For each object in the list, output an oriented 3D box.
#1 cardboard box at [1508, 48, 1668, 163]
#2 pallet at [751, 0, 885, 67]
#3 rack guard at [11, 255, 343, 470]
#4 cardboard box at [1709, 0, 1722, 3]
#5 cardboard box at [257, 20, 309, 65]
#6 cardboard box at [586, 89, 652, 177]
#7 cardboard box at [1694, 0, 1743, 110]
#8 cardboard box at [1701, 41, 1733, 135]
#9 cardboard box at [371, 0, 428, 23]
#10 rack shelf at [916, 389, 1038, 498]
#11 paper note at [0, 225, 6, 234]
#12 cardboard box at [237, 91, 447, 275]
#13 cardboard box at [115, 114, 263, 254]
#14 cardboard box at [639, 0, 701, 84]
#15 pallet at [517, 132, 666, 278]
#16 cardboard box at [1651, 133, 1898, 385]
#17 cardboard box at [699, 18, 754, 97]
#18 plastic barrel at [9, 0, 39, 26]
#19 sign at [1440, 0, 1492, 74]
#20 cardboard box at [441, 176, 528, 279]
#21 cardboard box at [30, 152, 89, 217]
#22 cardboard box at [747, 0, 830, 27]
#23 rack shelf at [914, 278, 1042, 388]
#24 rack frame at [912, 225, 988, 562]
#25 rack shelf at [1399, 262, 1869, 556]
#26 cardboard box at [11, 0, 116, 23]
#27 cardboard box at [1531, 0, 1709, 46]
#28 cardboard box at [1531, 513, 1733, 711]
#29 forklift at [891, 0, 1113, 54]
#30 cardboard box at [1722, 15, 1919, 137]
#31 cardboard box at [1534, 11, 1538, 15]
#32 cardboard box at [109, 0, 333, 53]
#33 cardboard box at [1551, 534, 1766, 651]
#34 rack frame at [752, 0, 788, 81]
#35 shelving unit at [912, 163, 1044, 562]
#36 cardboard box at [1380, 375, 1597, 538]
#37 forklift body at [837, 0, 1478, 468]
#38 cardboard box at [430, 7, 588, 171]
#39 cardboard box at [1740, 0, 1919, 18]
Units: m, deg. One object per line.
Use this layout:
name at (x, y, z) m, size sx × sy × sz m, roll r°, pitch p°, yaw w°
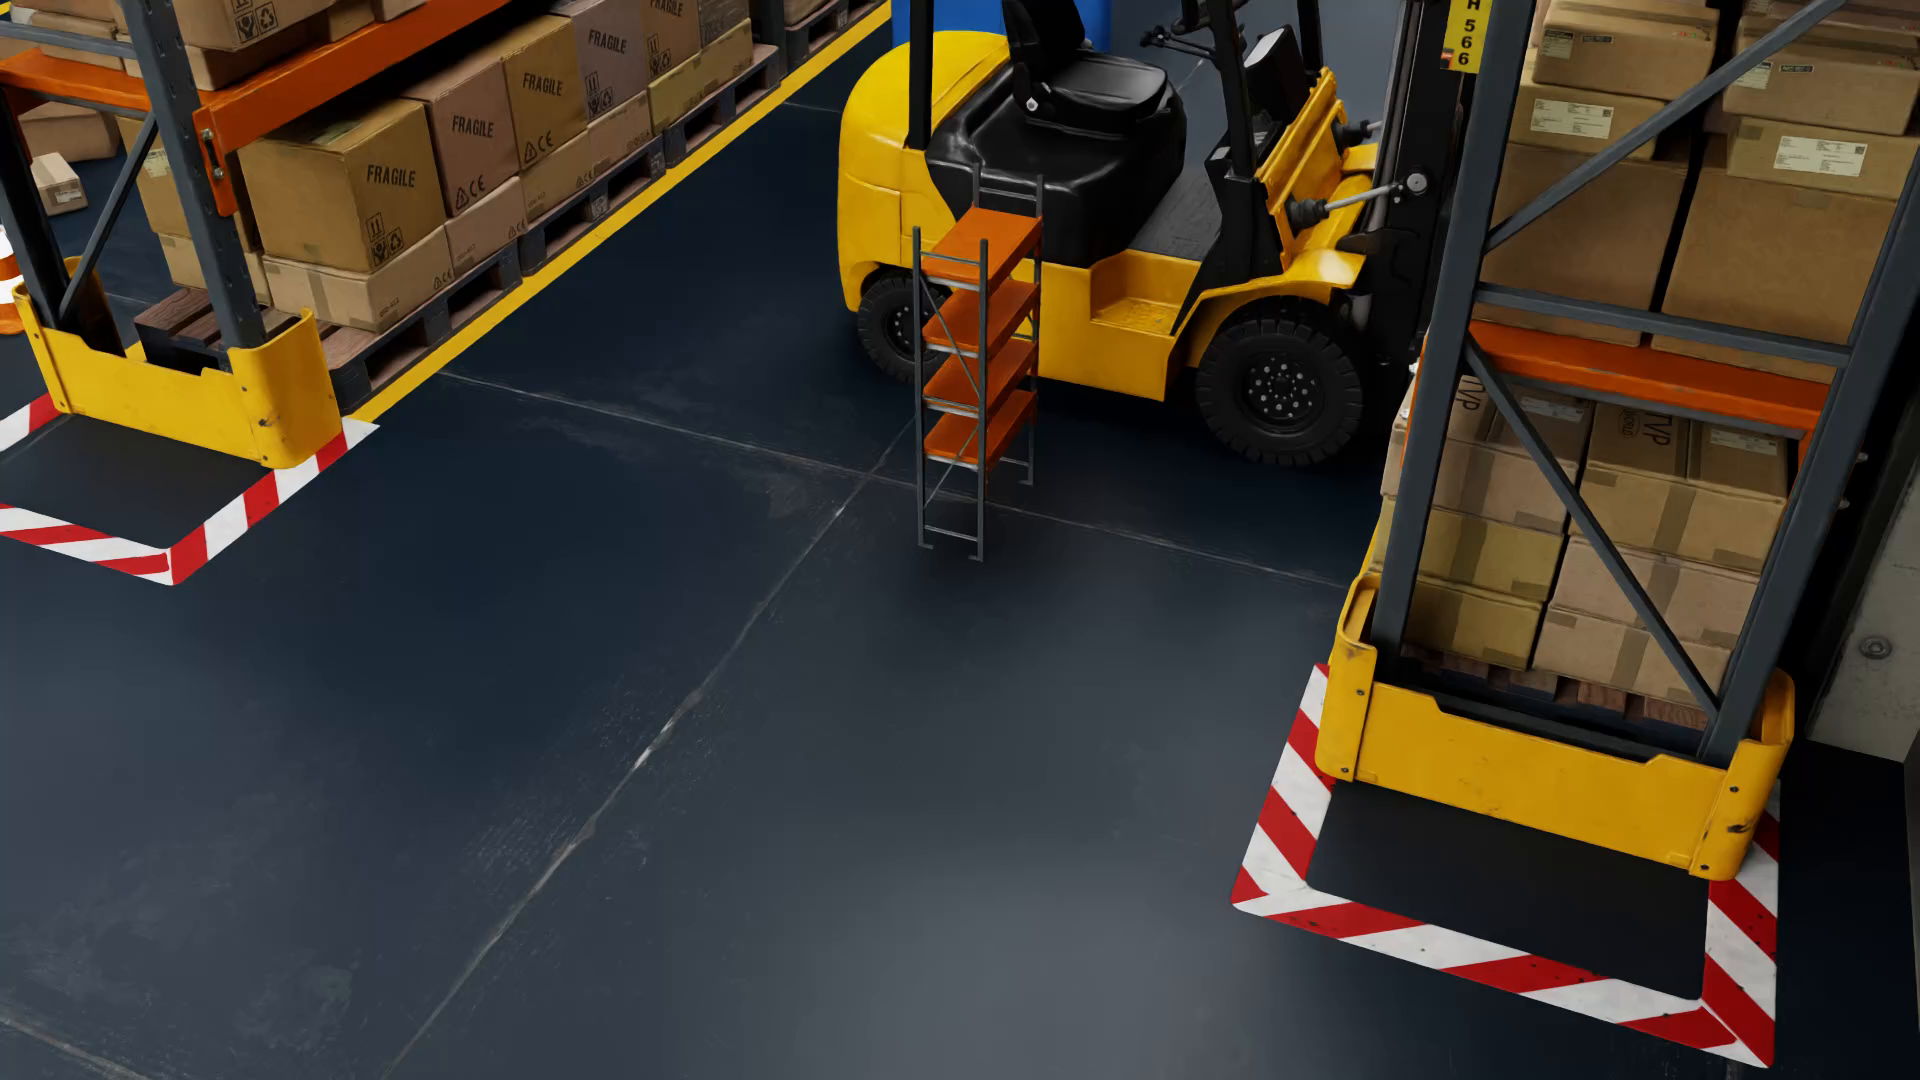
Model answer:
cardboard box at (1.509, -1.061, 4.038) m, size 0.380 × 0.149 × 0.250 m, roll 14°, pitch 39°, yaw 18°
pallet at (-1.139, -3.163, 9.805) m, size 1.003 × 0.211 × 1.213 m, roll 14°, pitch 39°, yaw 18°
rack guard at (-2.927, -0.674, 6.235) m, size 1.175 × 0.500 × 0.348 m, roll 14°, pitch 39°, yaw 18°
cardboard box at (1.880, -1.586, 4.493) m, size 0.380 × 0.149 × 0.250 m, roll 14°, pitch 39°, yaw 18°
cardboard box at (-2.553, -1.817, 5.885) m, size 0.380 × 0.149 × 0.250 m, roll 14°, pitch 39°, yaw 18°
cardboard box at (-1.802, -1.949, 7.798) m, size 0.500 × 0.250 × 0.500 m, roll 14°, pitch 39°, yaw 18°
cardboard box at (2.446, -1.329, 4.939) m, size 0.500 × 0.500 × 0.500 m, roll 13°, pitch 39°, yaw 17°
cardboard box at (2.040, -1.085, 4.070) m, size 0.380 × 0.149 × 0.250 m, roll 14°, pitch 39°, yaw 18°
cardboard box at (-2.237, -2.075, 6.231) m, size 0.380 × 0.149 × 0.250 m, roll 14°, pitch 39°, yaw 18°
rack shelf at (0.063, -0.359, 5.673) m, size 0.258 × 0.148 × 0.480 m, roll 14°, pitch 39°, yaw 18°
paper note at (-4.437, -1.421, 7.626) m, size 0.148 × 0.019 × 0.142 m, roll 1°, pitch 37°, yaw 2°
cardboard box at (-2.385, -1.398, 6.434) m, size 0.500 × 0.500 × 0.500 m, roll 13°, pitch 39°, yaw 16°
cardboard box at (-2.892, -1.504, 6.576) m, size 0.500 × 0.500 × 0.500 m, roll 14°, pitch 39°, yaw 18°
cardboard box at (-1.603, -2.545, 7.969) m, size 0.500 × 0.500 × 0.500 m, roll 15°, pitch 39°, yaw 19°
pallet at (-2.120, -1.674, 7.813) m, size 1.003 × 0.211 × 1.213 m, roll 14°, pitch 39°, yaw 18°
cardboard box at (2.081, -0.756, 4.173) m, size 0.500 × 0.500 × 0.500 m, roll 15°, pitch 39°, yaw 19°
cardboard box at (-1.410, -2.527, 8.571) m, size 0.500 × 0.250 × 0.500 m, roll 16°, pitch 40°, yaw 20°
plastic barrel at (-5.063, -2.910, 9.290) m, size 0.421 × 0.421 × 0.512 m, roll -17°, pitch 40°, yaw -22°
sign at (1.139, -1.195, 3.678) m, size 0.100 × 0.325 × 0.005 m, roll 14°, pitch 39°, yaw 18°
cardboard box at (-2.192, -1.365, 7.017) m, size 0.500 × 0.250 × 0.500 m, roll 15°, pitch 39°, yaw 19°
cardboard box at (-4.326, -1.677, 7.870) m, size 0.250 × 0.149 × 0.380 m, roll -25°, pitch 43°, yaw -29°
cardboard box at (-1.237, -3.255, 9.443) m, size 0.950 × 0.372 × 0.625 m, roll 14°, pitch 39°, yaw 18°
rack shelf at (0.063, -0.698, 5.420) m, size 0.258 × 0.148 × 0.480 m, roll 14°, pitch 39°, yaw 18°
rack frame at (-0.030, -0.437, 5.333) m, size 0.240 × 1.200 × 0.015 m, roll 14°, pitch 39°, yaw 18°
rack shelf at (2.397, -1.324, 5.617) m, size 1.077 × 0.370 × 4.000 m, roll 14°, pitch 39°, yaw 18°
cardboard box at (-3.004, -2.156, 5.797) m, size 0.500 × 0.500 × 0.500 m, roll 13°, pitch 39°, yaw 17°
cardboard box at (1.642, -1.314, 4.129) m, size 0.380 × 0.149 × 0.250 m, roll 14°, pitch 39°, yaw 18°
cardboard box at (2.003, 0.201, 4.922) m, size 0.500 × 0.250 × 0.500 m, roll 14°, pitch 39°, yaw 18°
forklift at (0.282, -3.812, 8.402) m, size 1.130 × 2.935 × 3.031 m, roll 2°, pitch 37°, yaw 3°
cardboard box at (1.961, -1.061, 3.791) m, size 0.380 × 0.149 × 0.250 m, roll 13°, pitch 39°, yaw 17°
cardboard box at (1.786, -1.162, 4.716) m, size 0.500 × 0.500 × 0.500 m, roll 15°, pitch 39°, yaw 19°
cardboard box at (-2.519, -1.992, 5.577) m, size 0.500 × 0.500 × 0.500 m, roll 13°, pitch 39°, yaw 17°
cardboard box at (2.007, 0.015, 4.753) m, size 0.500 × 0.250 × 0.500 m, roll 15°, pitch 39°, yaw 19°
rack frame at (-1.434, -3.848, 8.393) m, size 1.000 × 3.000 × 0.127 m, roll 14°, pitch 39°, yaw 18°
shelving unit at (0.063, -0.572, 5.513) m, size 0.258 × 1.200 × 0.503 m, roll 14°, pitch 39°, yaw 18°
cardboard box at (1.523, -0.298, 4.754) m, size 0.500 × 0.250 × 0.500 m, roll 15°, pitch 39°, yaw 19°
forklift body at (0.670, -1.631, 6.135) m, size 2.313 × 2.155 × 1.214 m, roll 14°, pitch 39°, yaw 18°
cardboard box at (-1.992, -1.964, 7.192) m, size 0.500 × 0.500 × 0.500 m, roll 15°, pitch 39°, yaw 19°
cardboard box at (2.179, -1.348, 4.174) m, size 0.380 × 0.149 × 0.250 m, roll 15°, pitch 39°, yaw 19°
